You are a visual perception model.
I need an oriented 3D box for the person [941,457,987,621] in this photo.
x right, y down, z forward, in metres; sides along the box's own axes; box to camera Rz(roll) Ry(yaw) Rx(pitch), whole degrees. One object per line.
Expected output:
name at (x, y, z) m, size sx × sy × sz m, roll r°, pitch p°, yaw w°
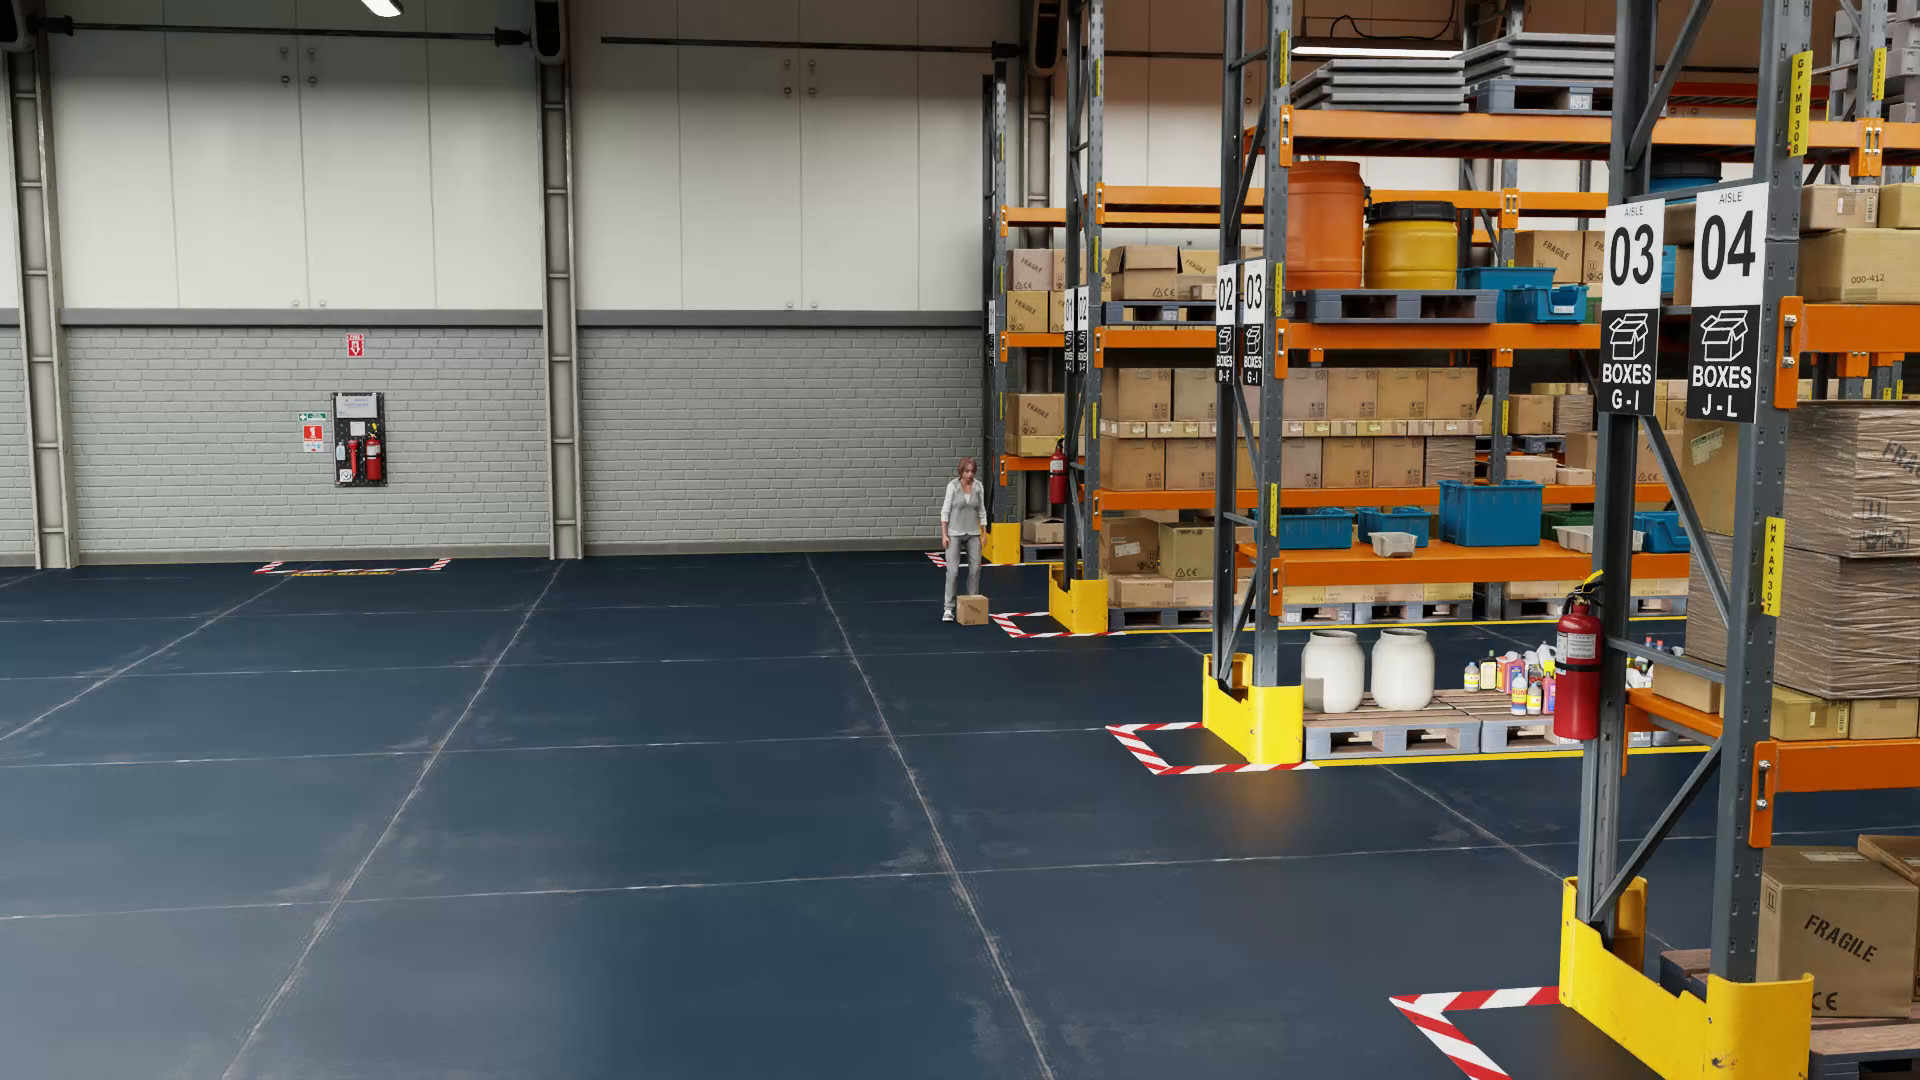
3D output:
person at (0.040, -0.019, 16.195) m, size 0.464 × 1.591 × 0.343 m, roll -2°, pitch 7°, yaw -15°
